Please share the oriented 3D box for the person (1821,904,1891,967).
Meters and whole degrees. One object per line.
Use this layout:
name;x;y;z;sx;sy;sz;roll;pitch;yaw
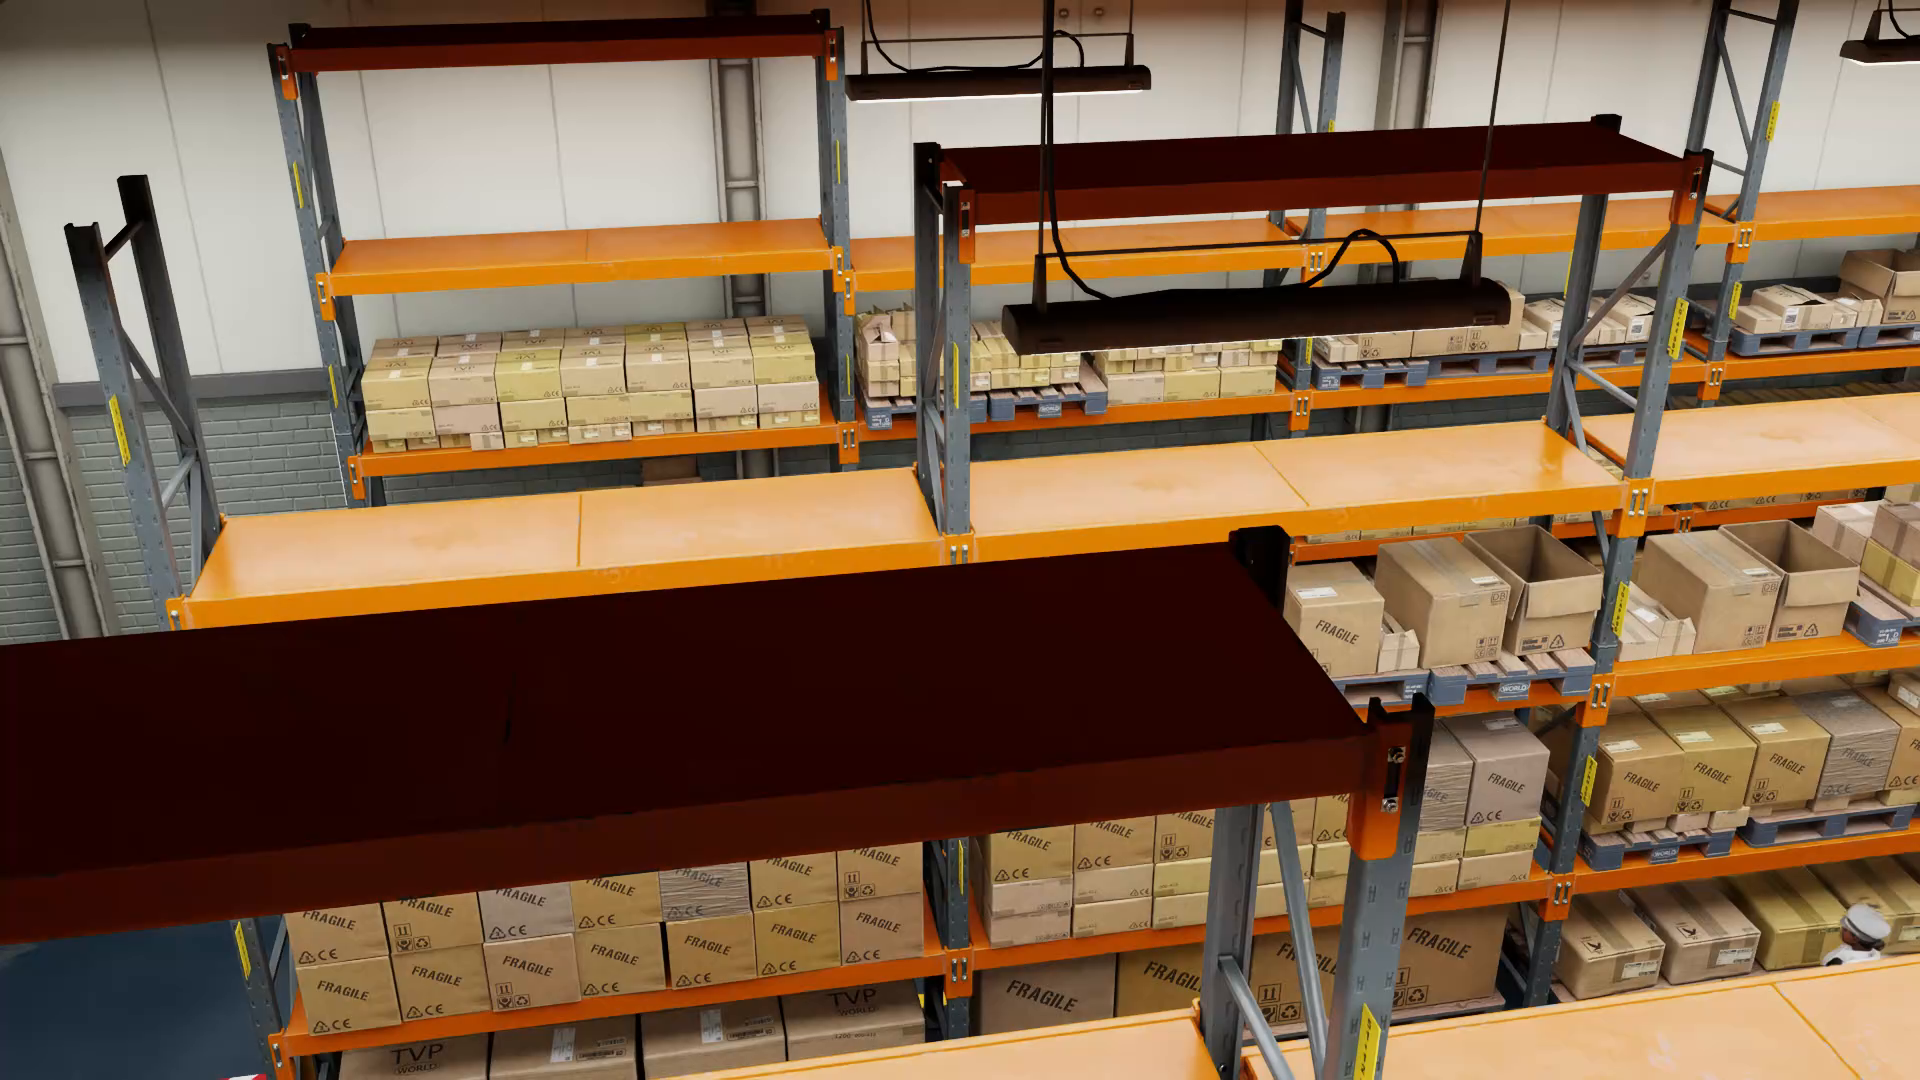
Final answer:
person;5.353;2.966;10.262;0.544;1.681;0.457;7;27;14
